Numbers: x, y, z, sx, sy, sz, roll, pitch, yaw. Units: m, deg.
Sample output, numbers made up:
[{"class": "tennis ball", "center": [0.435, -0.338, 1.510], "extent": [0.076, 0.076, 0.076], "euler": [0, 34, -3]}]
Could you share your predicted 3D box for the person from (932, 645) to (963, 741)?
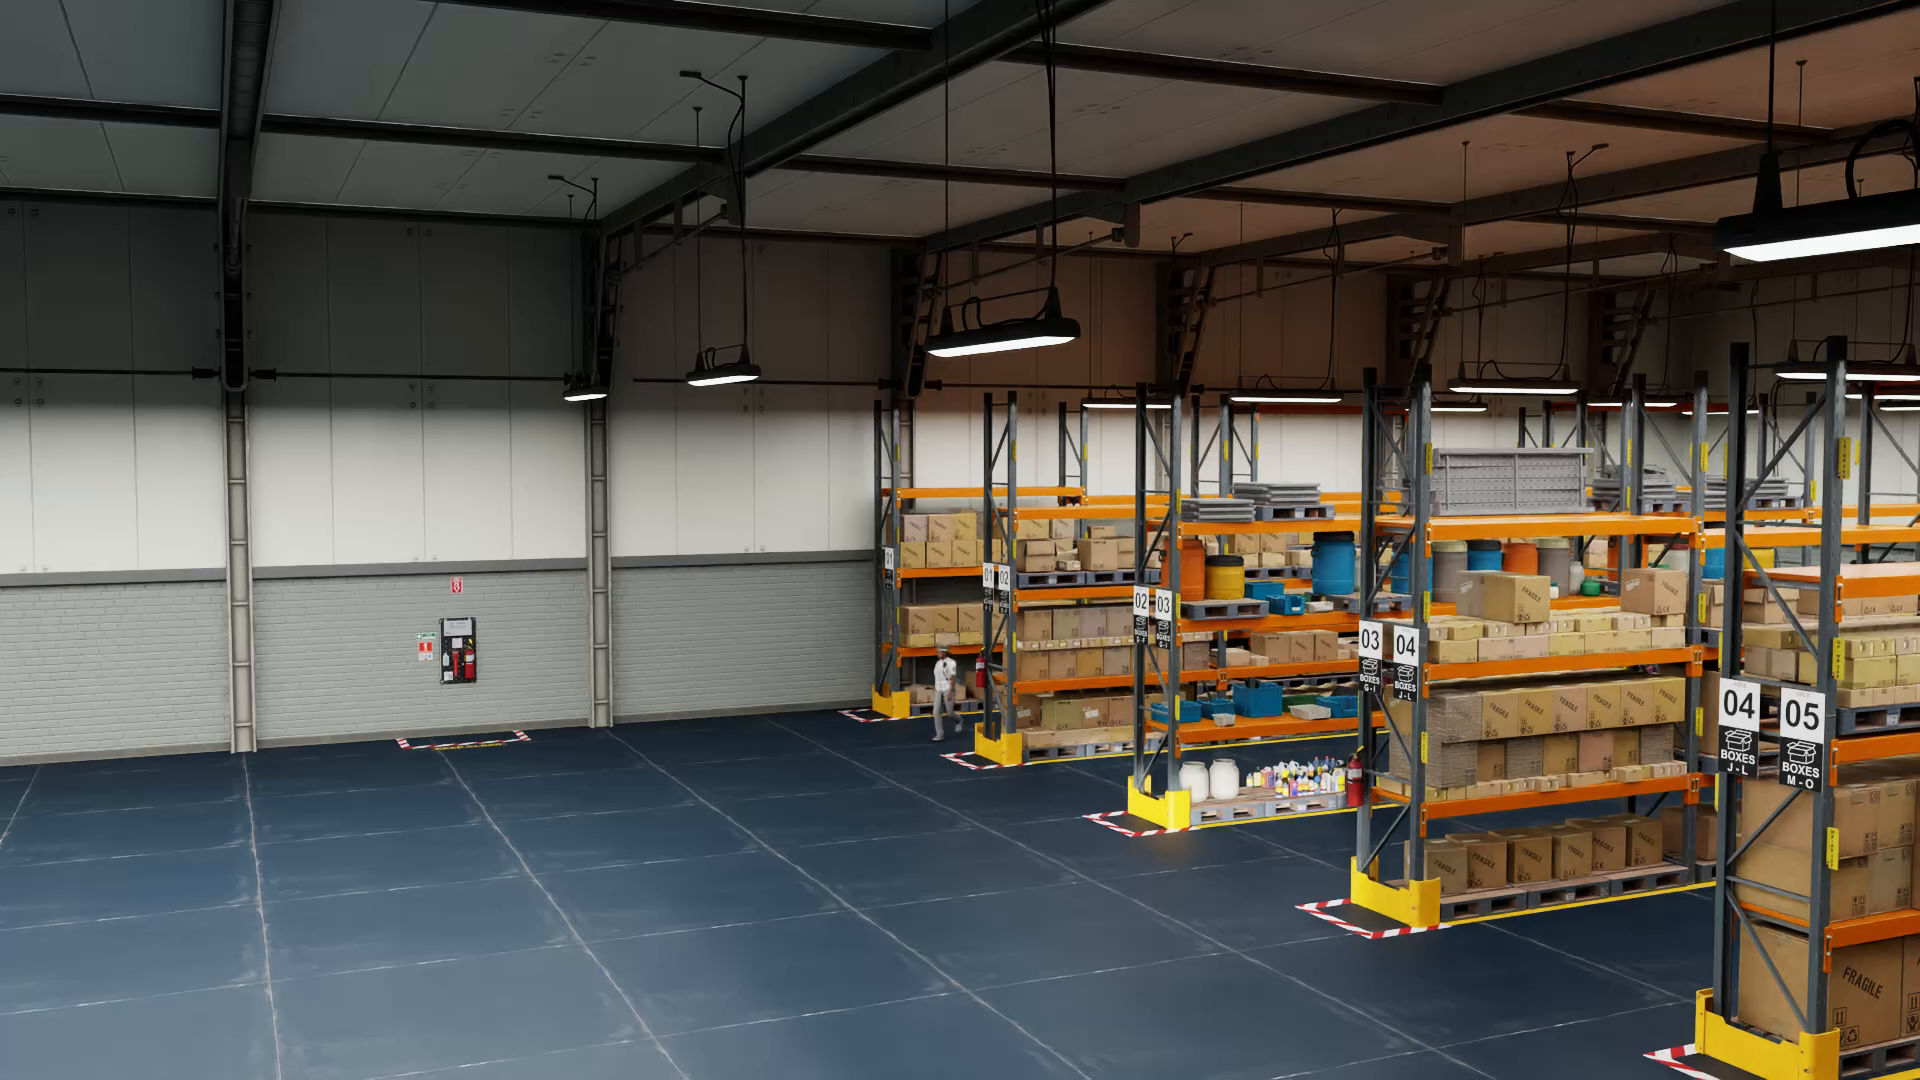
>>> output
[{"class": "person", "center": [-0.256, 2.647, 29.036], "extent": [0.461, 1.637, 0.770], "euler": [3, 4, 38]}]

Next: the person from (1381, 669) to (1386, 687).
[{"class": "person", "center": [8.282, 2.419, 32.792], "extent": [0.630, 1.687, 0.690], "euler": [-1, 3, -16]}]
